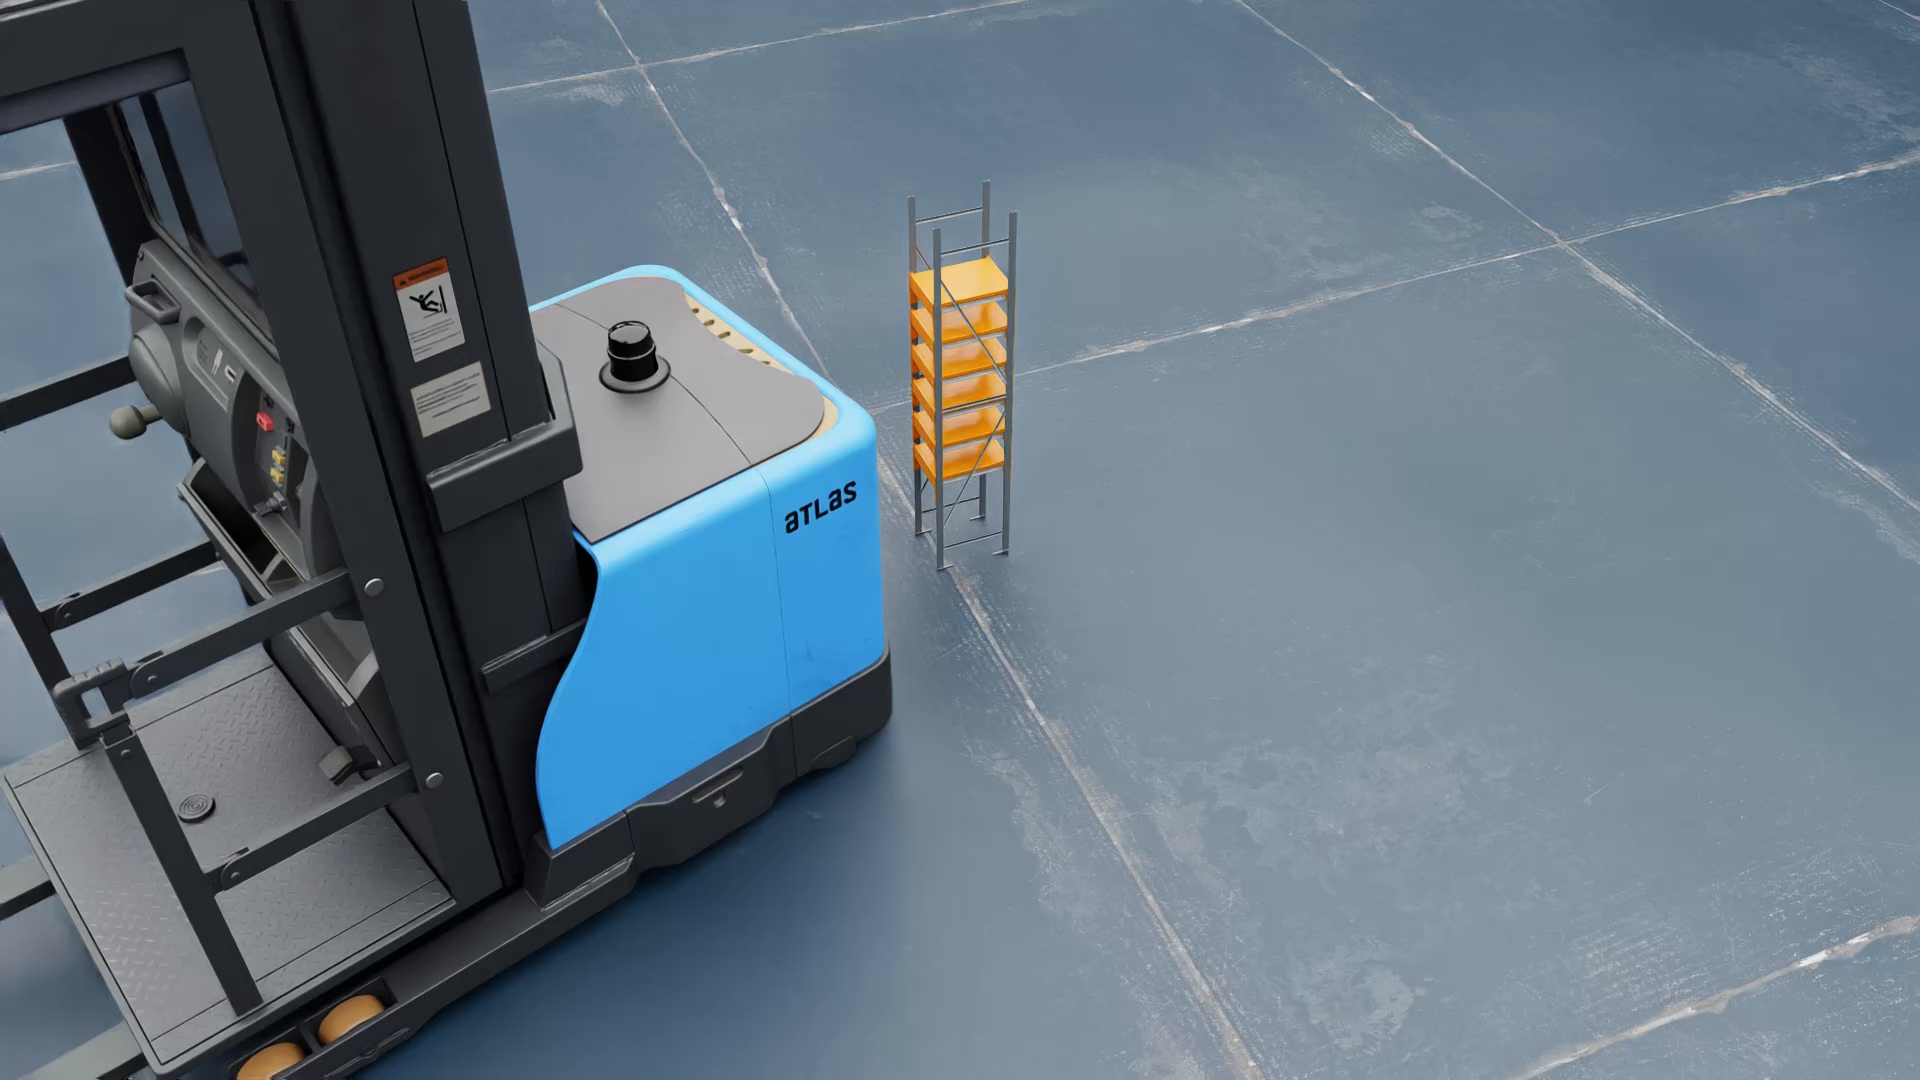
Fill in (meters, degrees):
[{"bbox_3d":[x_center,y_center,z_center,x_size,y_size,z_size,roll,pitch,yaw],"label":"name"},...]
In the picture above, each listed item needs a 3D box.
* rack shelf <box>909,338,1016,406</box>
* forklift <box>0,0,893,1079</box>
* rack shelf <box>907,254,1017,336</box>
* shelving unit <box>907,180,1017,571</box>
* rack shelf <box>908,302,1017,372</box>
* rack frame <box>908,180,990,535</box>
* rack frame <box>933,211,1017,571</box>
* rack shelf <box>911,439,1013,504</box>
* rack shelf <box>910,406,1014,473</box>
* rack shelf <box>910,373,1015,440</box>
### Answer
[{"bbox_3d":[0.006,-0.504,4.799,0.258,0.103,0.180,-15,43,-17],"label":"rack shelf"},{"bbox_3d":[-1.637,-0.205,3.241,3.031,2.935,1.130,-29,48,-29],"label":"forklift"},{"bbox_3d":[0.006,-0.685,4.643,0.258,0.103,0.180,-15,43,-17],"label":"rack shelf"},{"bbox_3d":[0.006,-0.446,4.849,0.258,1.200,0.189,-15,43,-17],"label":"shelving unit"},{"bbox_3d":[0.006,-0.594,4.721,0.258,0.103,0.180,-15,43,-17],"label":"rack shelf"},{"bbox_3d":[-0.029,-0.501,4.913,0.240,1.200,0.006,-15,43,-17],"label":"rack frame"},{"bbox_3d":[0.041,-0.391,4.785,0.240,1.200,0.006,-15,43,-17],"label":"rack frame"},{"bbox_3d":[0.006,-0.231,5.034,0.258,0.103,0.180,-15,43,-17],"label":"rack shelf"},{"bbox_3d":[0.006,-0.322,4.956,0.258,0.103,0.180,-15,43,-17],"label":"rack shelf"},{"bbox_3d":[0.006,-0.413,4.878,0.258,0.103,0.180,-15,43,-17],"label":"rack shelf"}]
